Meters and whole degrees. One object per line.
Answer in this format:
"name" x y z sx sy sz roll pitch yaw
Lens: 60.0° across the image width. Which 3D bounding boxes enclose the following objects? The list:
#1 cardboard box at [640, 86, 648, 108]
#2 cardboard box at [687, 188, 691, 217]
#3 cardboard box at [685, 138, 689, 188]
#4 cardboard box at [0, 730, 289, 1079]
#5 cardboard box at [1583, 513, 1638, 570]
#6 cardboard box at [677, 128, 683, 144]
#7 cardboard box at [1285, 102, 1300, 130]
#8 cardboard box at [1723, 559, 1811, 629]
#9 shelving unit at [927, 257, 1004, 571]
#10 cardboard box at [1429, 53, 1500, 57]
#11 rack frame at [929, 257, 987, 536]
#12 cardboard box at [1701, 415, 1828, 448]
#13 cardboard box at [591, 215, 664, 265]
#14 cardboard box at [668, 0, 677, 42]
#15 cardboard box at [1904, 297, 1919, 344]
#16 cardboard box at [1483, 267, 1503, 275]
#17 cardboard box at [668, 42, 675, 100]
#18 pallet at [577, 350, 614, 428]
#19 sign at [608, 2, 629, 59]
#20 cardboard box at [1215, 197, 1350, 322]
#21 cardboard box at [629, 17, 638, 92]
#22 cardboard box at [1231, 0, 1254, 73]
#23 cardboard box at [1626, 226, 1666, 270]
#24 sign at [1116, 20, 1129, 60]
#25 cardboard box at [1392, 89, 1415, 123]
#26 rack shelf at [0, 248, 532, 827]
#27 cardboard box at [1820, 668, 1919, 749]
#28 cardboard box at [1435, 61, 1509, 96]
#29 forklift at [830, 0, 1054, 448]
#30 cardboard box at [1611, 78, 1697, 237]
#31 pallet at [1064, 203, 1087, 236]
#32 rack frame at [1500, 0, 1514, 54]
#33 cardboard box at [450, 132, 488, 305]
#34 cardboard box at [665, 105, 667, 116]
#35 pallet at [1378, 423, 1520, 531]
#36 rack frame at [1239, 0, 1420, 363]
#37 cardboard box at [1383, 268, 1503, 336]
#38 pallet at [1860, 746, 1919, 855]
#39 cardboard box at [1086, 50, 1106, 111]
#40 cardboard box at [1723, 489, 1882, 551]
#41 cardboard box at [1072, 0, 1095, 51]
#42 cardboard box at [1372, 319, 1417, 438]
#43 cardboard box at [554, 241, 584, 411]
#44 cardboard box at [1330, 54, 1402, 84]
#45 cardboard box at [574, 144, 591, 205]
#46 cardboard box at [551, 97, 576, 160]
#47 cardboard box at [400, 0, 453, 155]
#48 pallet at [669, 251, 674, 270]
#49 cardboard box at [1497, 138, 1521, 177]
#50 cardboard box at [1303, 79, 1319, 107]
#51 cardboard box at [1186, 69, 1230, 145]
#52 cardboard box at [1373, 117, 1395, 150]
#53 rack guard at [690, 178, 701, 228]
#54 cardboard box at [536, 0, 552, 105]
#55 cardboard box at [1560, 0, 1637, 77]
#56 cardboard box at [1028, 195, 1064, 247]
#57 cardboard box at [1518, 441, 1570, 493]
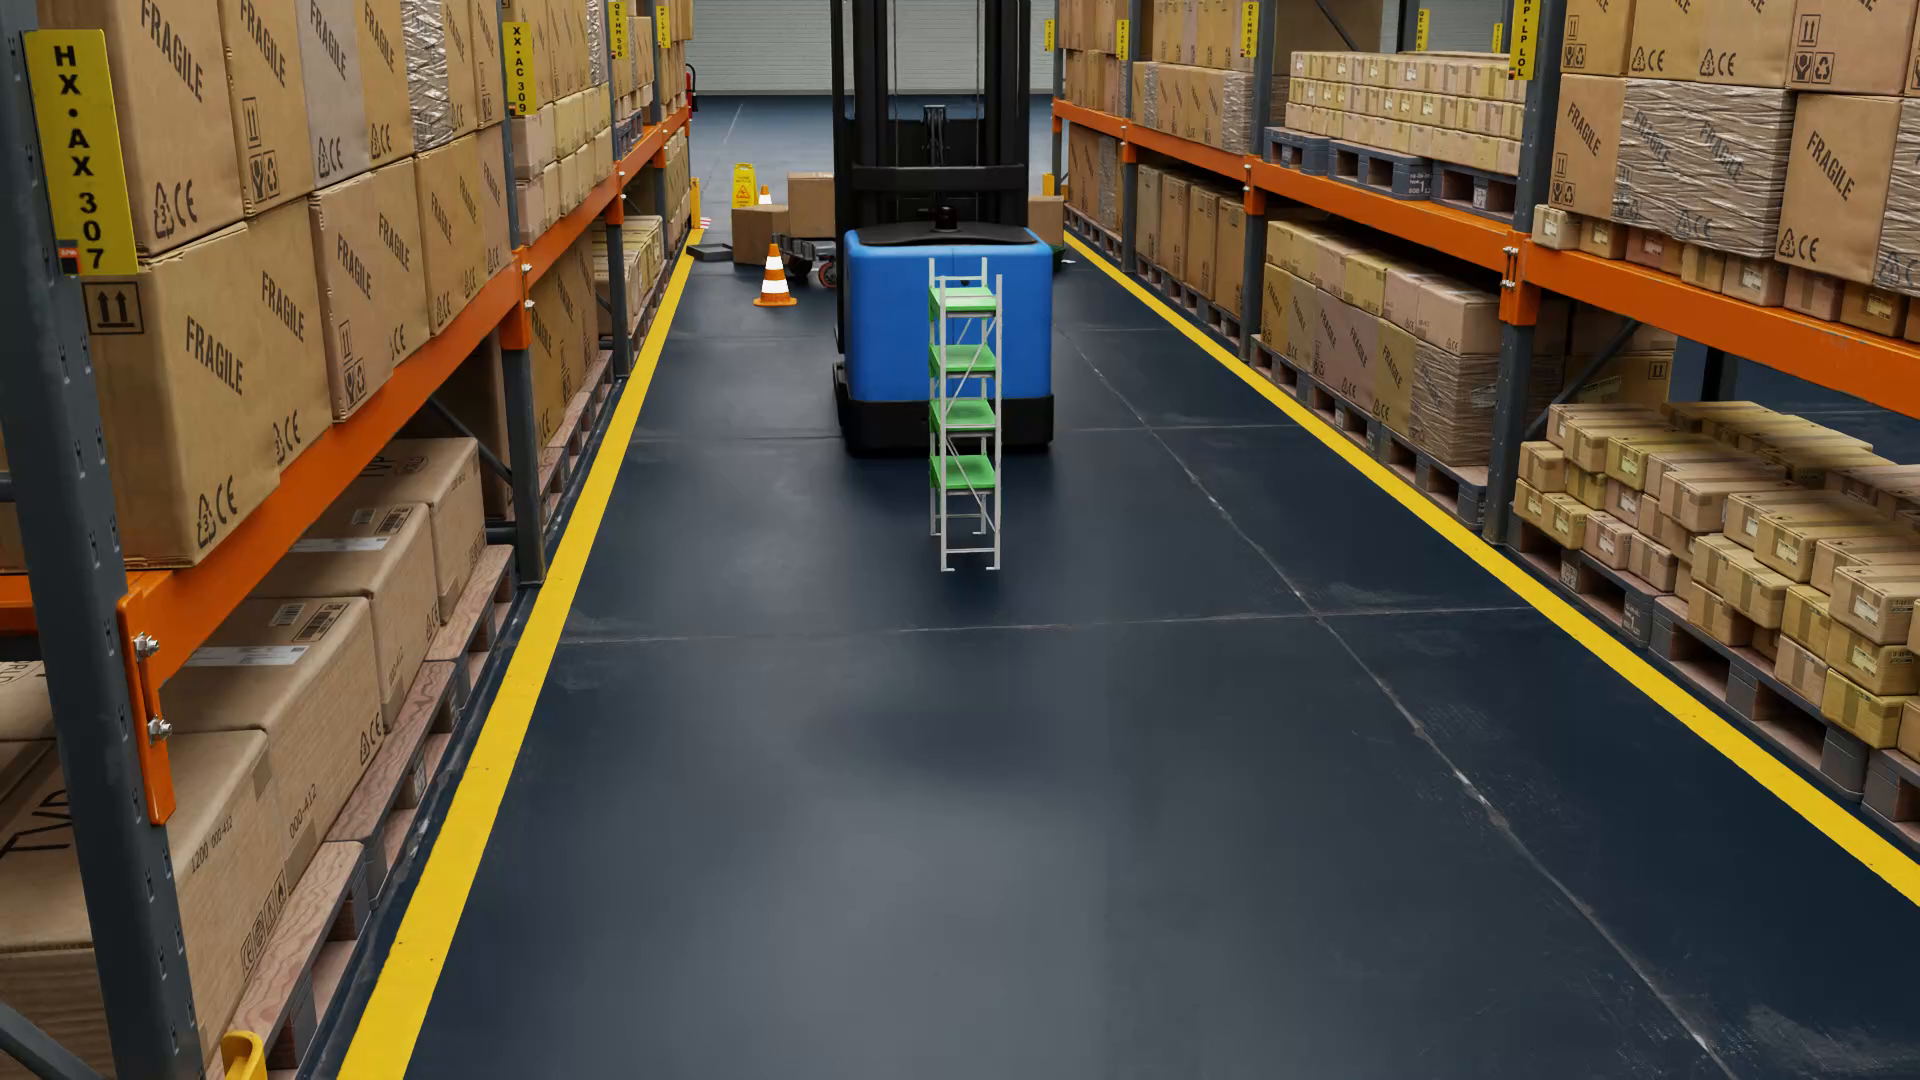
"cardboard box" -2.552 -3.337 12.517 0.380 0.149 0.250 -2 18 -5
"cardboard box" -3.041 -3.473 17.120 0.500 0.250 0.500 -2 18 -6
"cardboard box" -3.052 -3.839 17.036 0.500 0.500 0.500 -2 18 -5
"cardboard box" -1.911 0.772 3.288 0.875 0.438 0.875 -2 18 -8
"cardboard box" 2.579 -0.002 6.233 0.380 0.149 0.250 -2 18 -6
"cardboard box" -2.925 -3.967 16.358 0.380 0.149 0.250 -1 17 -5
"cardboard box" 2.190 -2.564 10.056 0.380 0.149 0.250 -2 18 -6
"cardboard box" 2.645 0.163 5.213 0.380 0.149 0.250 -2 18 -5
"shelving unit" 0.017 -0.523 6.840 0.258 1.200 0.503 -2 18 -6
"cardboard box" 2.901 -2.703 9.504 0.380 0.149 0.250 -1 17 -4
"rack frame" -0.008 -0.596 7.072 0.240 1.200 0.015 -2 18 -6
"cardboard box" 3.118 -0.383 6.454 0.380 0.149 0.250 -2 17 -5
"cardboard box" -2.925 -2.422 13.571 0.950 0.372 0.625 -2 17 -5
"cardboard box" -2.842 -4.589 14.455 0.700 0.500 0.500 -2 18 -5
"cardboard box" 2.809 -0.595 4.484 0.380 0.149 0.250 -3 18 -8
"cardboard box" 2.886 -1.184 8.161 0.500 0.250 0.500 -1 17 -4
"cardboard box" -2.864 -4.260 15.076 0.500 0.500 0.500 -2 18 -6
"pallet" -2.563 -0.873 9.604 1.003 0.211 1.213 -2 18 -6
"sign" -2.017 -3.011 9.827 0.100 0.325 0.005 -2 18 -6
"cardboard box" 2.371 -1.935 11.386 1.050 0.750 0.750 -2 18 -6
"cardboard box" -2.551 -3.434 11.742 0.500 0.500 0.500 -2 18 -8
"cardboard box" 2.254 -3.433 11.267 0.700 0.500 0.500 -2 18 -6
"cardboard box" 2.641 -1.065 5.980 0.380 0.149 0.250 -3 18 -8
"sign" 1.380 -4.248 14.124 0.100 0.325 0.005 -2 18 -6
"cardboard box" 2.380 -2.159 8.268 0.380 0.149 0.250 -2 18 -5
"rack shelf" -1.950 -0.309 4.356 1.077 0.370 4.000 -2 18 -6
"cardboard box" 2.712 0.467 4.739 0.380 0.149 0.250 -3 18 -8
"cardboard box" 2.441 -2.145 7.726 0.380 0.149 0.250 -2 18 -6
"forklift" -0.185 -2.259 9.479 1.130 2.935 3.031 -2 18 -6
"cardboard box" 2.615 -1.319 5.706 0.500 0.500 0.500 -2 18 -6
"pallet" 1.679 -3.441 17.784 1.003 0.211 1.213 -2 18 -6
"rack frame" 6.463 -5.130 18.509 1.000 3.000 0.127 -2 18 -6
"cardboard box" -1.796 -1.013 5.229 0.500 0.500 0.500 -2 18 -7
"cardboard box" -2.821 -3.843 14.828 0.380 0.149 0.250 -1 17 -4
"pallet" 2.675 -0.333 7.886 1.003 0.211 1.213 -2 18 -6
"rack frame" 2.344 -2.623 10.525 1.000 3.000 0.127 -2 18 -6
"cardboard box" 2.389 -1.165 8.100 0.500 0.250 0.500 -1 17 -3
"pallet" 3.113 0.825 4.198 1.003 0.211 1.213 -2 18 -6
"cardboard box" 1.709 -4.479 16.185 0.875 0.550 0.500 -2 18 -6
"cardboard box" 2.736 -0.055 5.409 0.380 0.149 0.250 -3 18 -8
"cardboard box" 1.590 -5.150 16.519 0.875 0.550 0.550 -2 18 -6
"cardboard box" 2.377 -0.805 8.205 0.500 0.500 0.500 -2 18 -7
"cardboard box" -2.493 -1.153 8.687 0.875 0.875 0.875 -2 17 -5
"cardboard box" 2.277 -2.612 9.214 0.380 0.149 0.250 -3 18 -8
"cardboard box" -2.074 -1.773 8.066 0.500 0.250 0.500 -2 18 -7
"cardboard box" -2.029 -1.861 7.513 0.500 0.250 0.500 -2 17 -5
"cardboard box" -1.727 -1.338 4.596 0.500 0.500 0.500 -2 17 -5
"pallet" -3.086 -2.501 14.790 1.003 0.211 1.213 -2 18 -6
"cardboard box" 2.519 -1.624 7.061 0.380 0.149 0.250 -2 18 -7
"cardboard box" 2.224 -2.615 9.720 0.380 0.149 0.250 -1 17 -3
"cardboard box" 1.929 -3.095 11.859 0.500 0.500 0.500 -2 18 -7
"cardboard box" 2.354 -2.092 8.550 0.380 0.149 0.250 -2 18 -7
"rack guard" -3.386 -3.609 17.837 1.175 0.500 0.348 -2 18 -6
"cardboard box" -1.996 -2.064 6.907 0.500 0.500 0.500 -2 18 -6
"cardboard box" 2.561 -1.956 6.068 0.500 0.500 0.500 -1 17 -4
"cardboard box" 0.751 -3.054 16.068 0.500 0.500 0.500 1 17 4
"cardboard box" 2.476 -0.296 6.673 0.380 0.149 0.250 -1 17 -3
